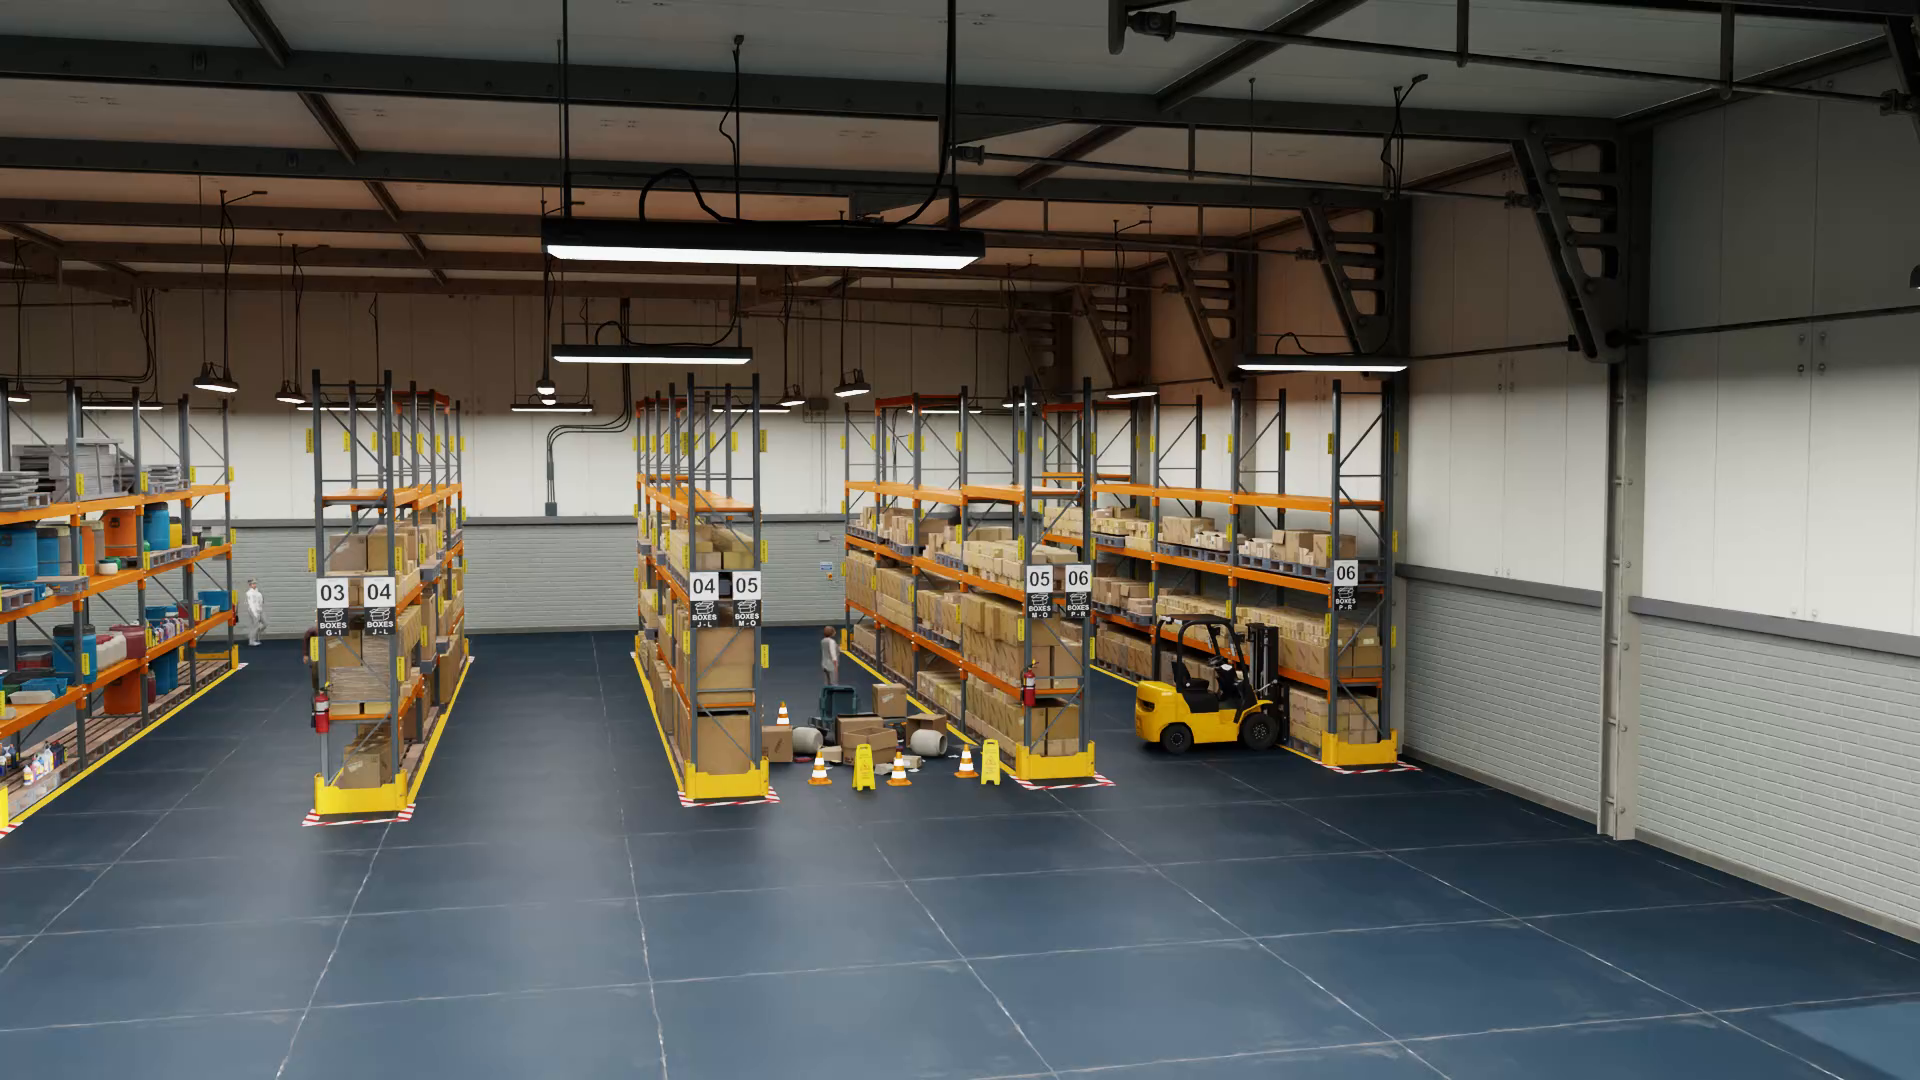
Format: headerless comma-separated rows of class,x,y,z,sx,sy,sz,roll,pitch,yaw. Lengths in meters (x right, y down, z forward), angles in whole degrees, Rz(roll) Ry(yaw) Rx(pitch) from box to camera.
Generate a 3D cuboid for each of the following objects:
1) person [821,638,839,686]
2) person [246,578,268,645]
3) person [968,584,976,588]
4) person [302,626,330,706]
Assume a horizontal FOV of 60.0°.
person,-2.412,2.510,31.118,0.323,1.372,0.457,-2,4,-37
person,-17.410,1.773,41.152,0.449,1.676,0.510,0,3,-5
person,0.207,1.731,42.194,1.005,1.681,0.598,-1,3,-19
person,-12.330,2.313,32.222,0.790,1.814,0.919,-1,3,-10
